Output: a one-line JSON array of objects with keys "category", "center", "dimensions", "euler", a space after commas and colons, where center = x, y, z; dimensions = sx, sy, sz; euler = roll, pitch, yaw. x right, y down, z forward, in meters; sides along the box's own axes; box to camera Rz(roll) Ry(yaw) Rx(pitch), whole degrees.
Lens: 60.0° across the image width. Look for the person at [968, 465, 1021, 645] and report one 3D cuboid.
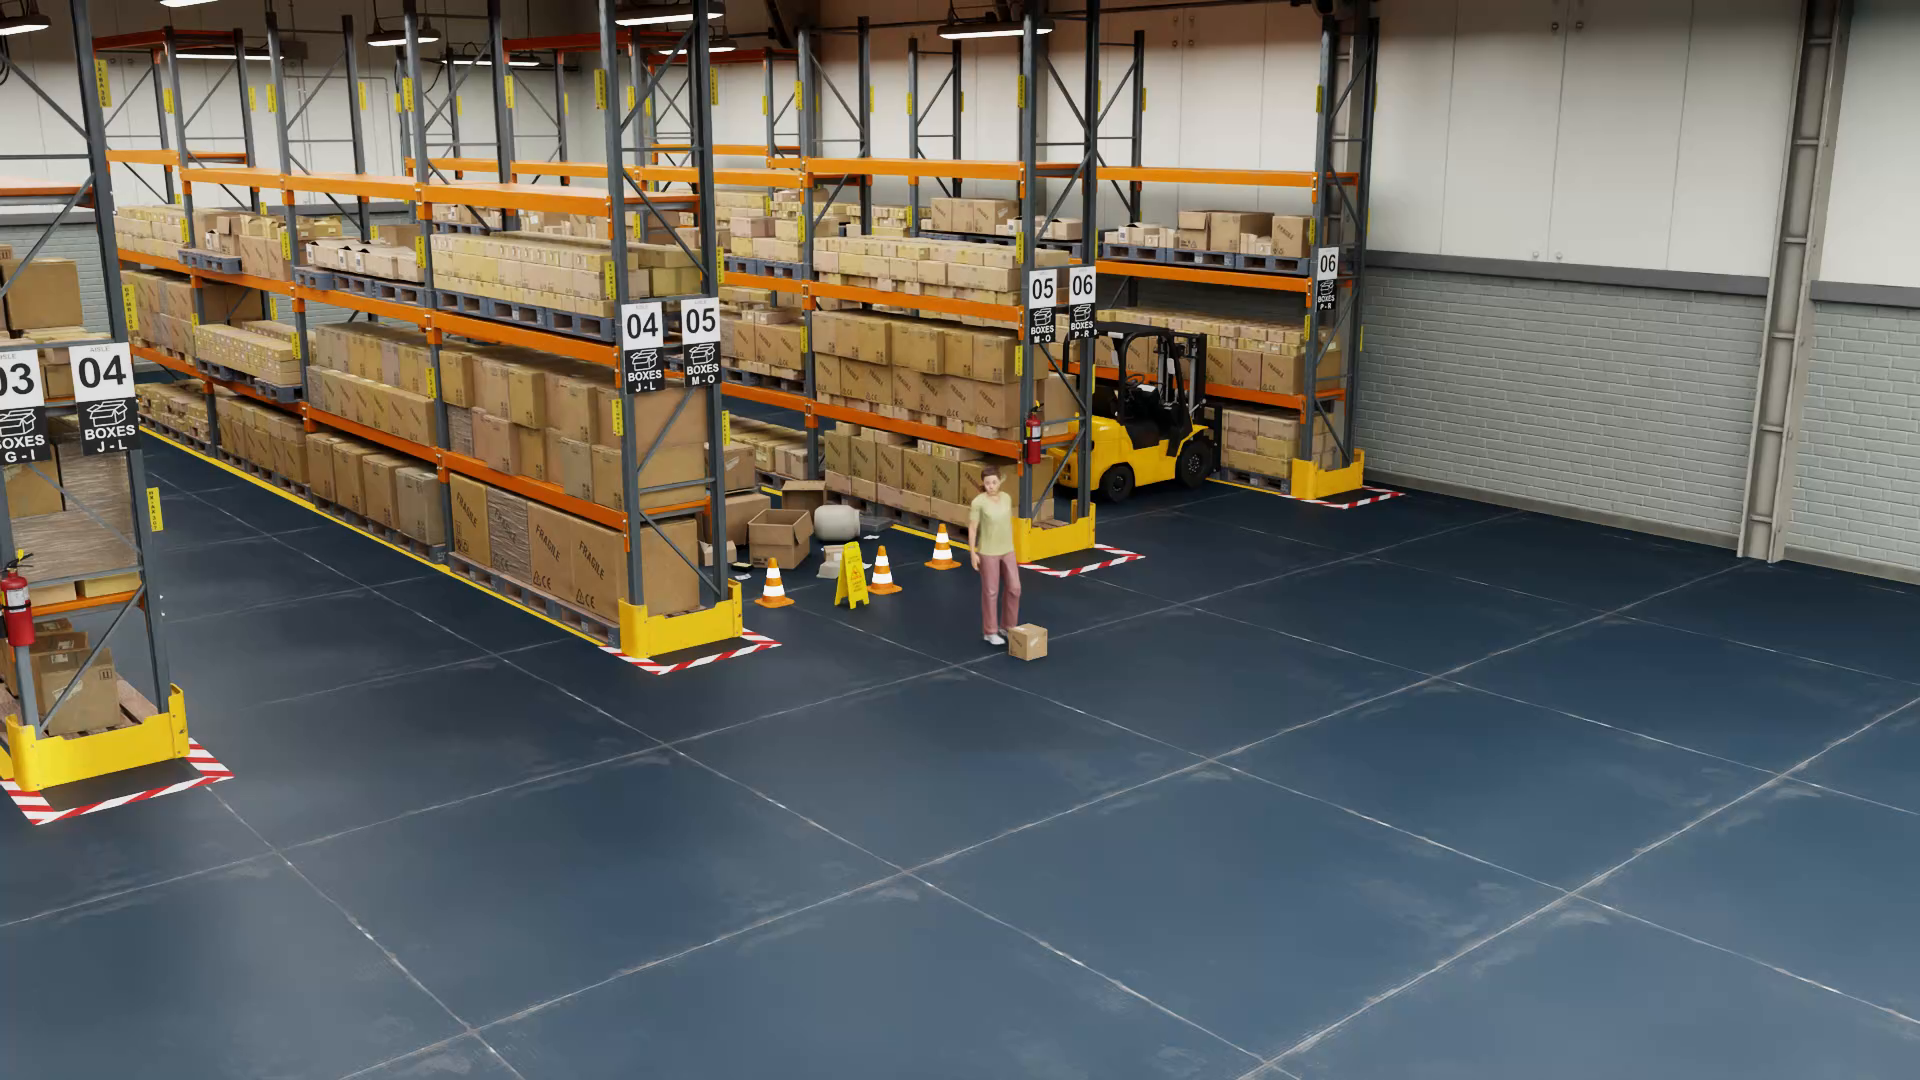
[{"category": "person", "center": [0.318, 0.155, 15.419], "dimensions": [0.519, 1.725, 0.404], "euler": [-8, 16, -29]}]
